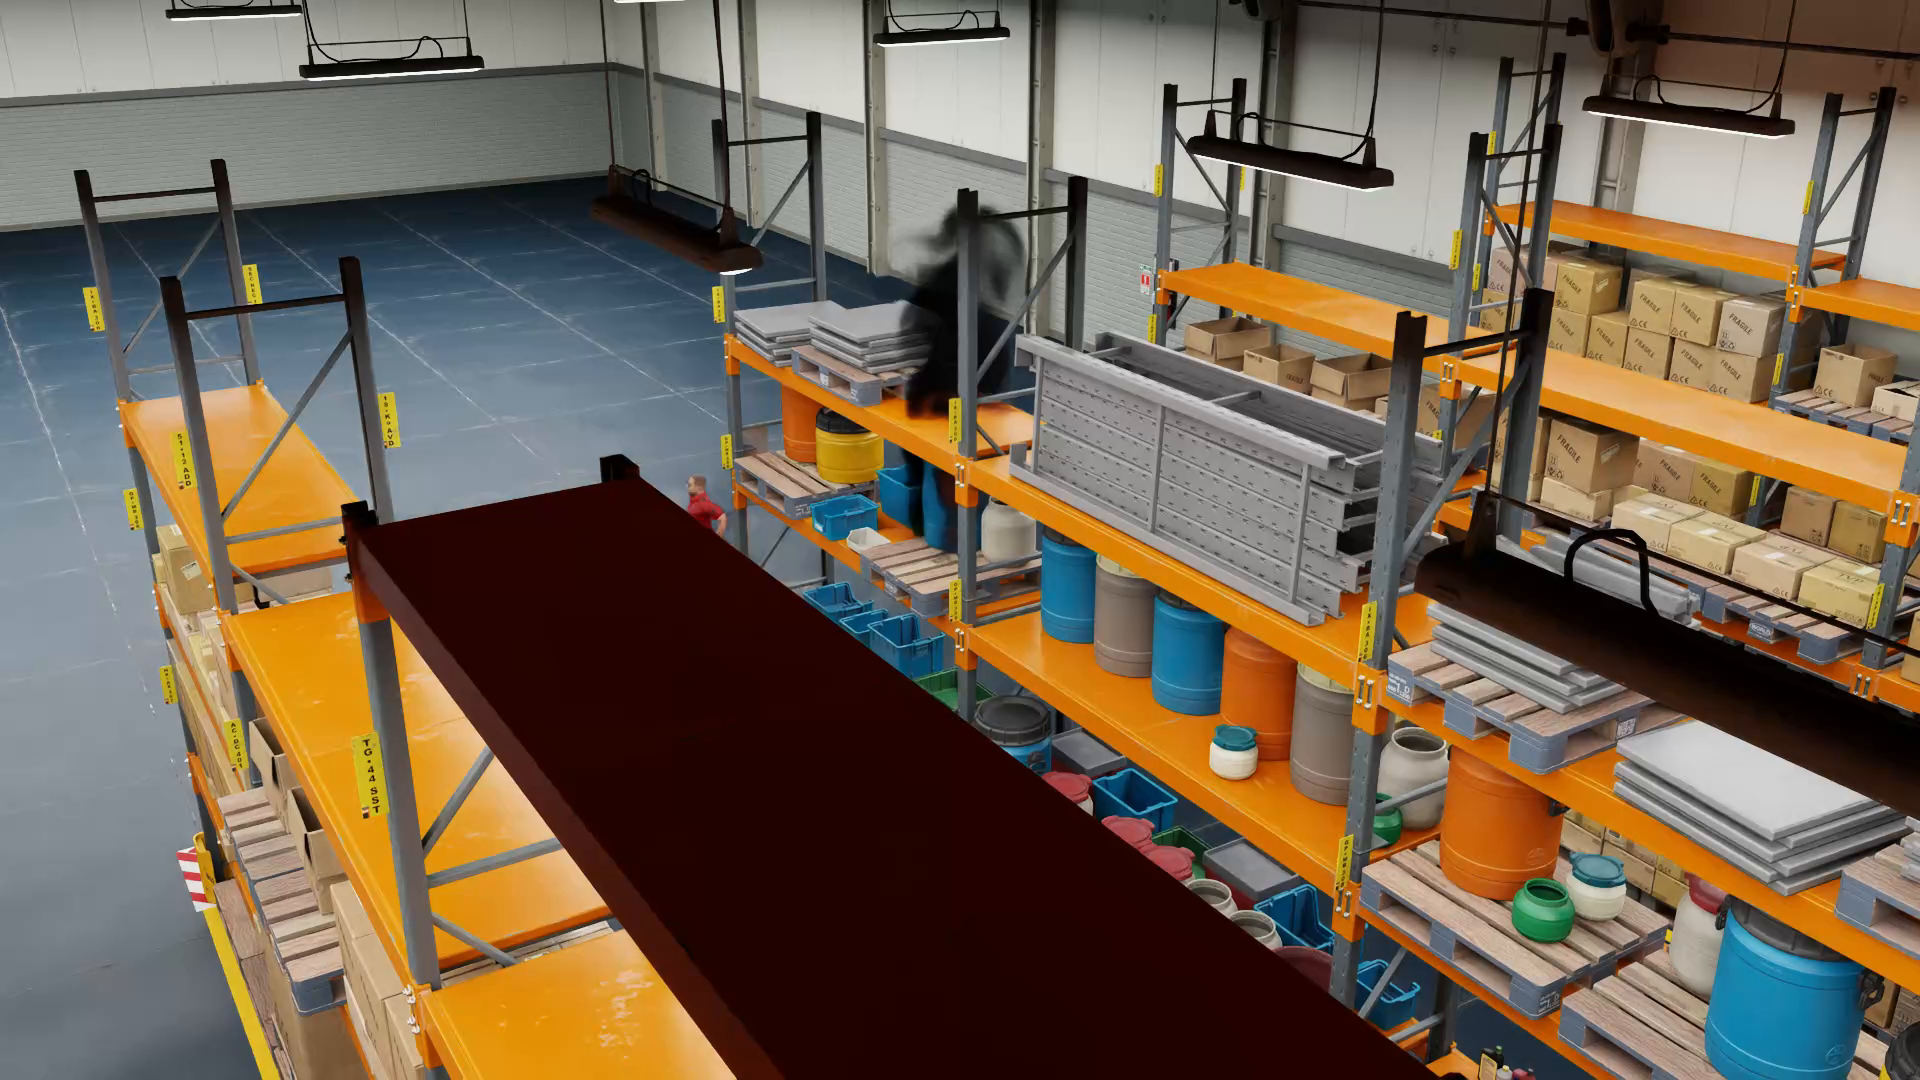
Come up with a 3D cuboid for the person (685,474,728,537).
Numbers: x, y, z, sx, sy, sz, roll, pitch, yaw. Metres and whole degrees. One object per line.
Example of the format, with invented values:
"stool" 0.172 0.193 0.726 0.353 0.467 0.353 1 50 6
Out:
"person" -2.872 0.078 18.826 0.959 1.746 0.649 -4 22 -10
